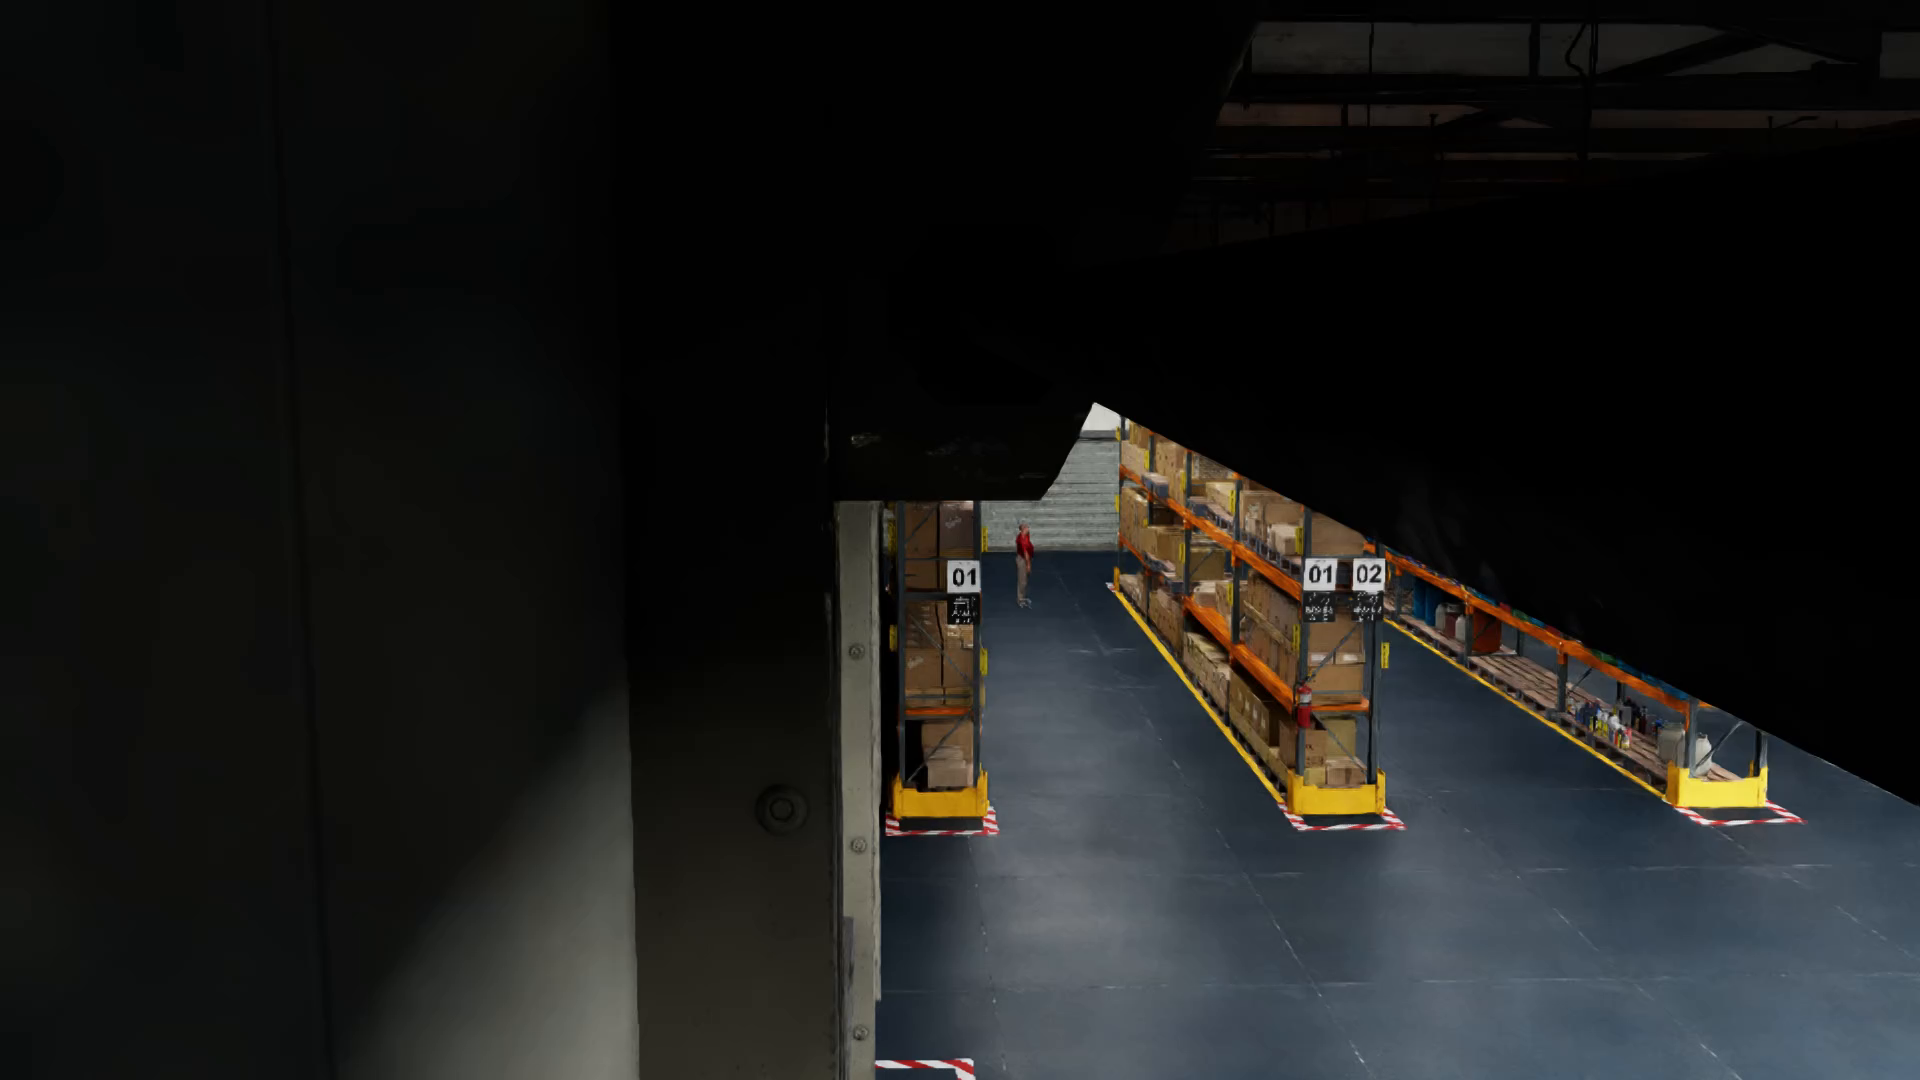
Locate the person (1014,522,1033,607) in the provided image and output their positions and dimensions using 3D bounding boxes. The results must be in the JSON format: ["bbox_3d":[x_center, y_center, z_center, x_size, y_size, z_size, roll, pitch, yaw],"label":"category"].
[{"bbox_3d":[1.341,0.490,34.571,0.403,1.733,0.659,-2,8,-13],"label":"person"}]
